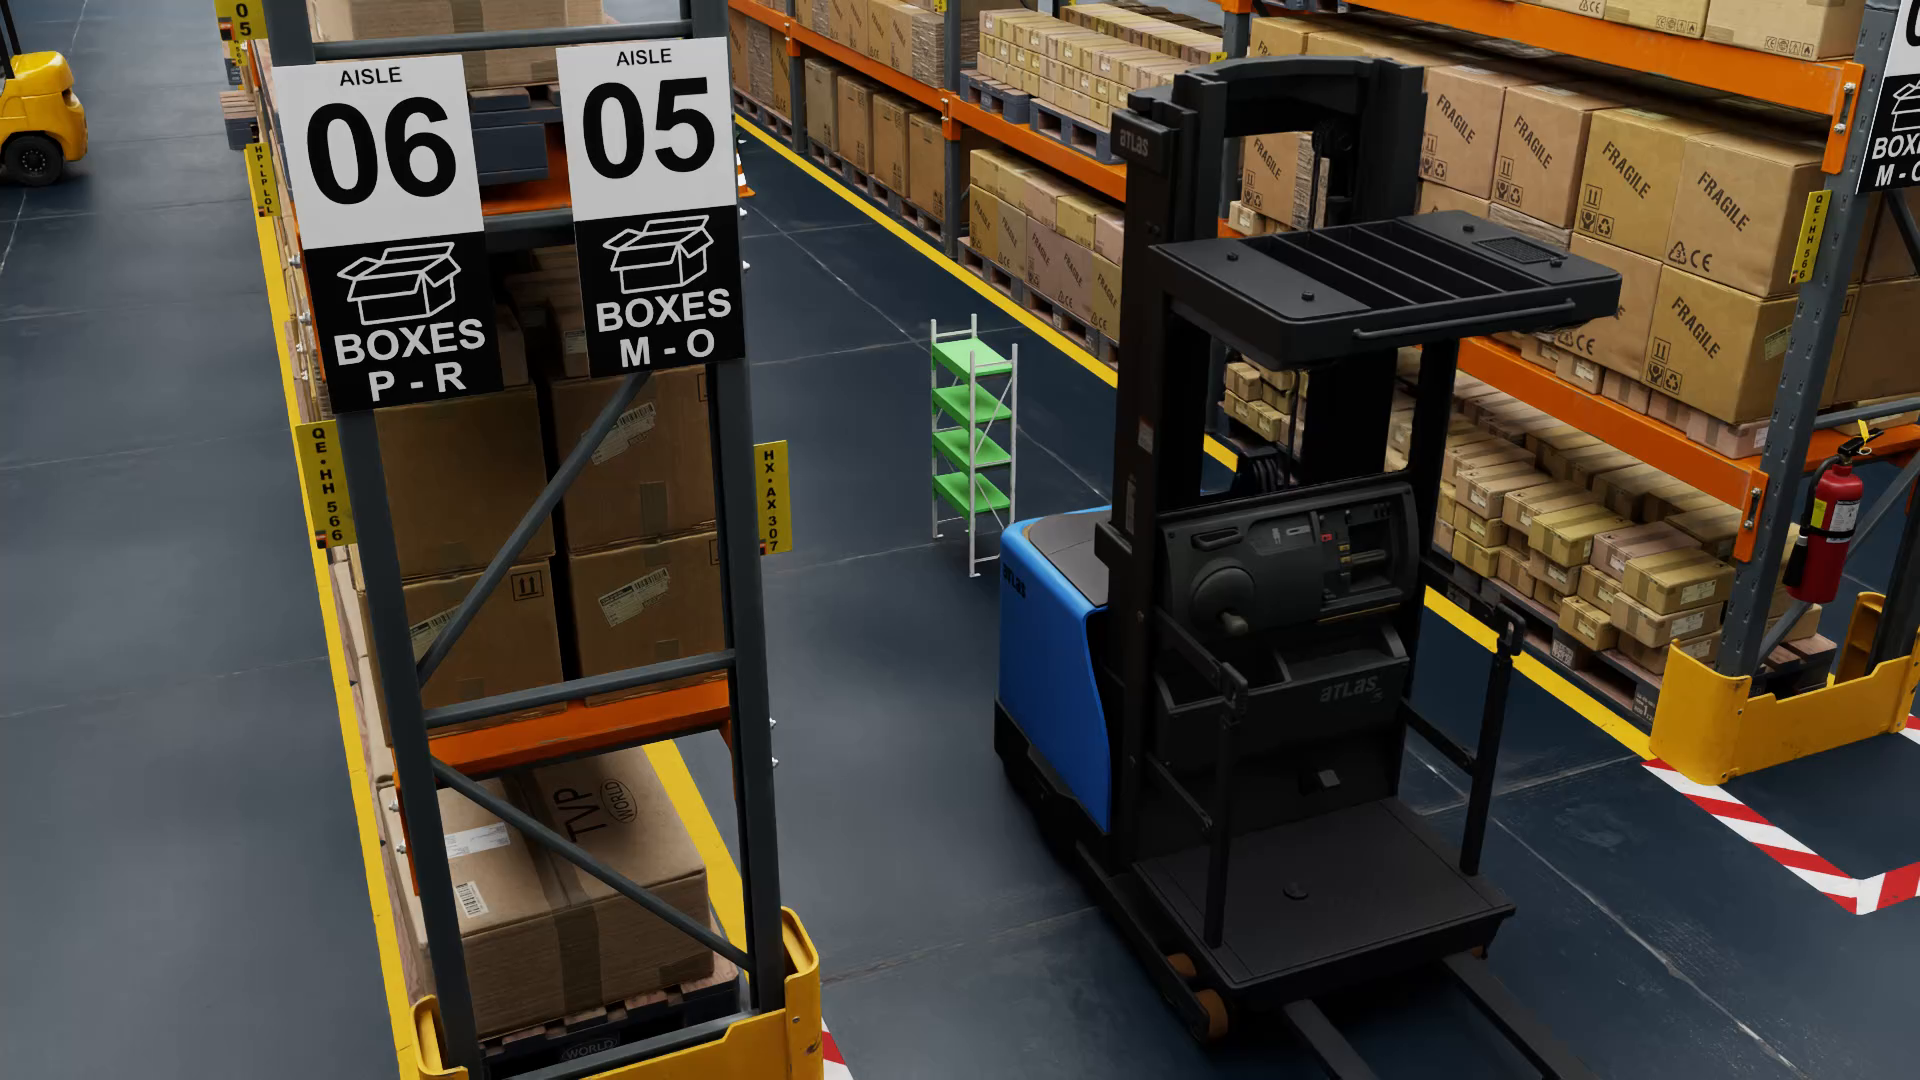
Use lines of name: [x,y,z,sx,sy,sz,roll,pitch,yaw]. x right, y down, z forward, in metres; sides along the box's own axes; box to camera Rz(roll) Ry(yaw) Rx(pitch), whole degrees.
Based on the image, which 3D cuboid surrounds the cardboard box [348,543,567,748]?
cardboard box: [-1.452,0.213,4.782,0.500,0.500,0.500,-10,28,-20]

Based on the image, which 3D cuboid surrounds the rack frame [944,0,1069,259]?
rack frame: [0.362,-3.714,12.938,1.000,3.000,0.127,-11,28,-21]

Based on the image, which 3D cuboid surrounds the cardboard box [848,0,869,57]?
cardboard box: [-0.656,-4.504,14.443,0.500,0.500,0.500,-10,28,-20]

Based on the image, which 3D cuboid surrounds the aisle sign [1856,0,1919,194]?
aisle sign: [3.248,-1.572,5.587,0.394,0.787,0.004,-11,28,-21]

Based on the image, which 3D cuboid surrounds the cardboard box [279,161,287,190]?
cardboard box: [-2.329,-1.402,6.210,0.380,0.149,0.250,-11,28,-22]

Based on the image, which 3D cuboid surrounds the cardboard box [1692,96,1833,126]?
cardboard box: [3.360,-1.542,6.896,0.500,0.500,0.500,-10,28,-19]

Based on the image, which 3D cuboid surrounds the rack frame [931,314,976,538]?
rack frame: [-0.031,-0.571,8.552,0.240,1.200,0.015,-11,28,-21]

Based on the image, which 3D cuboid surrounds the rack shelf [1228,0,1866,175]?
rack shelf: [2.712,-2.317,7.477,1.077,0.370,4.000,-11,28,-21]

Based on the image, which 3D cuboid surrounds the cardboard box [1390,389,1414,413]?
cardboard box: [2.218,-0.666,8.789,0.380,0.149,0.250,-10,28,-19]

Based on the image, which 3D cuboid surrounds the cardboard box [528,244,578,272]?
cardboard box: [-1.069,-0.788,4.952,0.380,0.149,0.250,-10,28,-19]

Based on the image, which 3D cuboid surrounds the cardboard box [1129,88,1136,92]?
cardboard box: [1.281,-2.752,10.436,0.380,0.149,0.250,-12,28,-22]

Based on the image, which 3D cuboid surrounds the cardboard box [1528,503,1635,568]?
cardboard box: [2.791,-0.024,7.472,0.380,0.149,0.250,-11,28,-22]

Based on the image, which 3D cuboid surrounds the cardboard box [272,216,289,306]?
cardboard box: [-3.959,-1.764,10.886,0.875,0.875,0.875,-11,28,-21]

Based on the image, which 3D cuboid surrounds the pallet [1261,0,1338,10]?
pallet: [3.565,-5.721,17.266,1.003,0.211,1.213,-11,28,-21]

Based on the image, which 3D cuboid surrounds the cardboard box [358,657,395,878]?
cardboard box: [-1.737,0.752,6.232,0.875,0.438,0.875,-10,28,-19]

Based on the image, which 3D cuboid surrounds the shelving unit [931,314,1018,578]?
shelving unit: [0.065,-0.472,8.350,0.258,1.200,0.503,-11,28,-21]

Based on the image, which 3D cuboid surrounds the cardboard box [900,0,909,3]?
cardboard box: [-0.207,-4.802,13.913,0.700,0.500,0.500,-11,28,-21]

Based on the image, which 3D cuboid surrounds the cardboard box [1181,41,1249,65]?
cardboard box: [1.690,-3.202,11.020,0.380,0.149,0.250,-10,28,-19]

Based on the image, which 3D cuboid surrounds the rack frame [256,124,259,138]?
rack frame: [-5.719,-4.438,14.420,1.000,3.000,0.127,-11,28,-21]

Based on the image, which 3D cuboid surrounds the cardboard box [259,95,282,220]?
cardboard box: [-2.992,-1.839,7.845,0.500,0.500,0.500,-10,28,-19]

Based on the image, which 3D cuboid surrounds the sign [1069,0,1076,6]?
sign: [0.858,-4.296,12.900,0.100,0.325,0.005,-11,28,-21]

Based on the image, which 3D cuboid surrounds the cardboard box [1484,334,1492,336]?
cardboard box: [2.565,-1.094,7.858,0.380,0.149,0.250,-10,28,-20]

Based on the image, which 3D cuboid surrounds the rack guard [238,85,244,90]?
rack guard: [-7.256,-4.898,18.213,1.175,0.500,0.348,-11,28,-21]

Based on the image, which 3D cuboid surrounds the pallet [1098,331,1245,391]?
pallet: [1.622,-1.160,10.886,1.003,0.211,1.213,-11,28,-21]

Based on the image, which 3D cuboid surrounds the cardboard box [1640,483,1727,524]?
cardboard box: [3.403,-0.144,7.718,0.380,0.149,0.250,-11,28,-21]

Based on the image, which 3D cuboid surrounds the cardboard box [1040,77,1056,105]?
cardboard box: [0.776,-3.142,11.573,0.380,0.149,0.250,-10,28,-19]

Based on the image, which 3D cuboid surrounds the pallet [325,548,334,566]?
pallet: [-2.958,-0.253,9.029,1.003,0.211,1.213,-11,28,-21]

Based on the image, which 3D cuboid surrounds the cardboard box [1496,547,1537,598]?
cardboard box: [2.770,0.126,7.844,0.380,0.149,0.250,-10,28,-20]

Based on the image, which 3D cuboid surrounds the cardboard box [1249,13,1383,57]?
cardboard box: [1.881,-2.503,8.865,0.500,0.500,0.500,-10,28,-19]

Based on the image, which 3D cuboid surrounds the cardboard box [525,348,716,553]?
cardboard box: [-0.946,-0.330,4.754,0.500,0.500,0.500,-11,28,-22]

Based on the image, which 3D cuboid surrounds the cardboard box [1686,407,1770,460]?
cardboard box: [3.107,-0.455,6.549,0.380,0.149,0.250,-11,28,-21]

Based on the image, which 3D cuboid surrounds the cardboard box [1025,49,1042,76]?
cardboard box: [0.682,-3.376,11.714,0.380,0.149,0.250,-10,28,-20]

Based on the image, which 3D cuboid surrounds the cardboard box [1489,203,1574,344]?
cardboard box: [2.678,-1.212,7.361,0.500,0.500,0.500,-10,28,-20]

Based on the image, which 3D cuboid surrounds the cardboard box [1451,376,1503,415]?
cardboard box: [2.769,-0.768,8.997,0.380,0.149,0.250,-12,28,-23]

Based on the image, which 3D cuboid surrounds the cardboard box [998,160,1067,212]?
cardboard box: [0.608,-2.592,12.155,0.500,0.250,0.500,-11,28,-21]

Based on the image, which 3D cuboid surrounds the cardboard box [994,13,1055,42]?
cardboard box: [0.473,-3.729,12.099,0.380,0.149,0.250,-11,28,-22]

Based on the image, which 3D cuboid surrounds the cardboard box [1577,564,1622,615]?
cardboard box: [2.973,0.195,7.363,0.380,0.149,0.250,-11,28,-22]

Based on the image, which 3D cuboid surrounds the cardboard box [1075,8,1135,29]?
cardboard box: [1.072,-3.836,12.318,0.380,0.149,0.250,-11,28,-21]

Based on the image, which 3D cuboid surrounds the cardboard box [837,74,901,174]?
cardboard box: [-0.504,-3.881,15.366,1.050,0.750,0.750,-11,28,-21]

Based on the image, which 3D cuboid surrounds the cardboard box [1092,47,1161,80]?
cardboard box: [1.082,-3.097,10.804,0.380,0.149,0.250,-12,28,-23]

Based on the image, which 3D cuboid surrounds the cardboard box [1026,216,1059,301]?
cardboard box: [0.810,-2.041,11.883,0.500,0.500,0.500,-11,28,-22]

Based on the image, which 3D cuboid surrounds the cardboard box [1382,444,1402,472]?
cardboard box: [2.316,-0.423,8.629,0.380,0.149,0.250,-11,28,-21]

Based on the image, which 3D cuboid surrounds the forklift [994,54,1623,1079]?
forklift: [1.161,0.103,5.198,1.130,2.935,3.031,-10,28,-20]

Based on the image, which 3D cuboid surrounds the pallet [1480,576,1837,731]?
pallet: [3.180,0.404,7.682,1.003,0.211,1.213,-11,28,-21]

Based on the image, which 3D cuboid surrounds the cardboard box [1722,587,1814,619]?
cardboard box: [3.526,0.219,7.315,0.380,0.149,0.250,-9,28,-18]

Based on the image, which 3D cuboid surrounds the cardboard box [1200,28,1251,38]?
cardboard box: [3.048,-5.604,19.179,0.500,0.500,0.500,-2,26,-4]

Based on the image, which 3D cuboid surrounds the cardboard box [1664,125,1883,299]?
cardboard box: [3.087,-1.254,6.308,0.500,0.500,0.500,-11,28,-22]

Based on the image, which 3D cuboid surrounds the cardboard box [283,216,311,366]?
cardboard box: [-2.045,-0.851,5.820,0.500,0.500,0.500,-11,28,-21]

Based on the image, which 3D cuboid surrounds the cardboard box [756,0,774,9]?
cardboard box: [-1.596,-5.761,16.960,0.875,0.550,0.550,-11,28,-21]
